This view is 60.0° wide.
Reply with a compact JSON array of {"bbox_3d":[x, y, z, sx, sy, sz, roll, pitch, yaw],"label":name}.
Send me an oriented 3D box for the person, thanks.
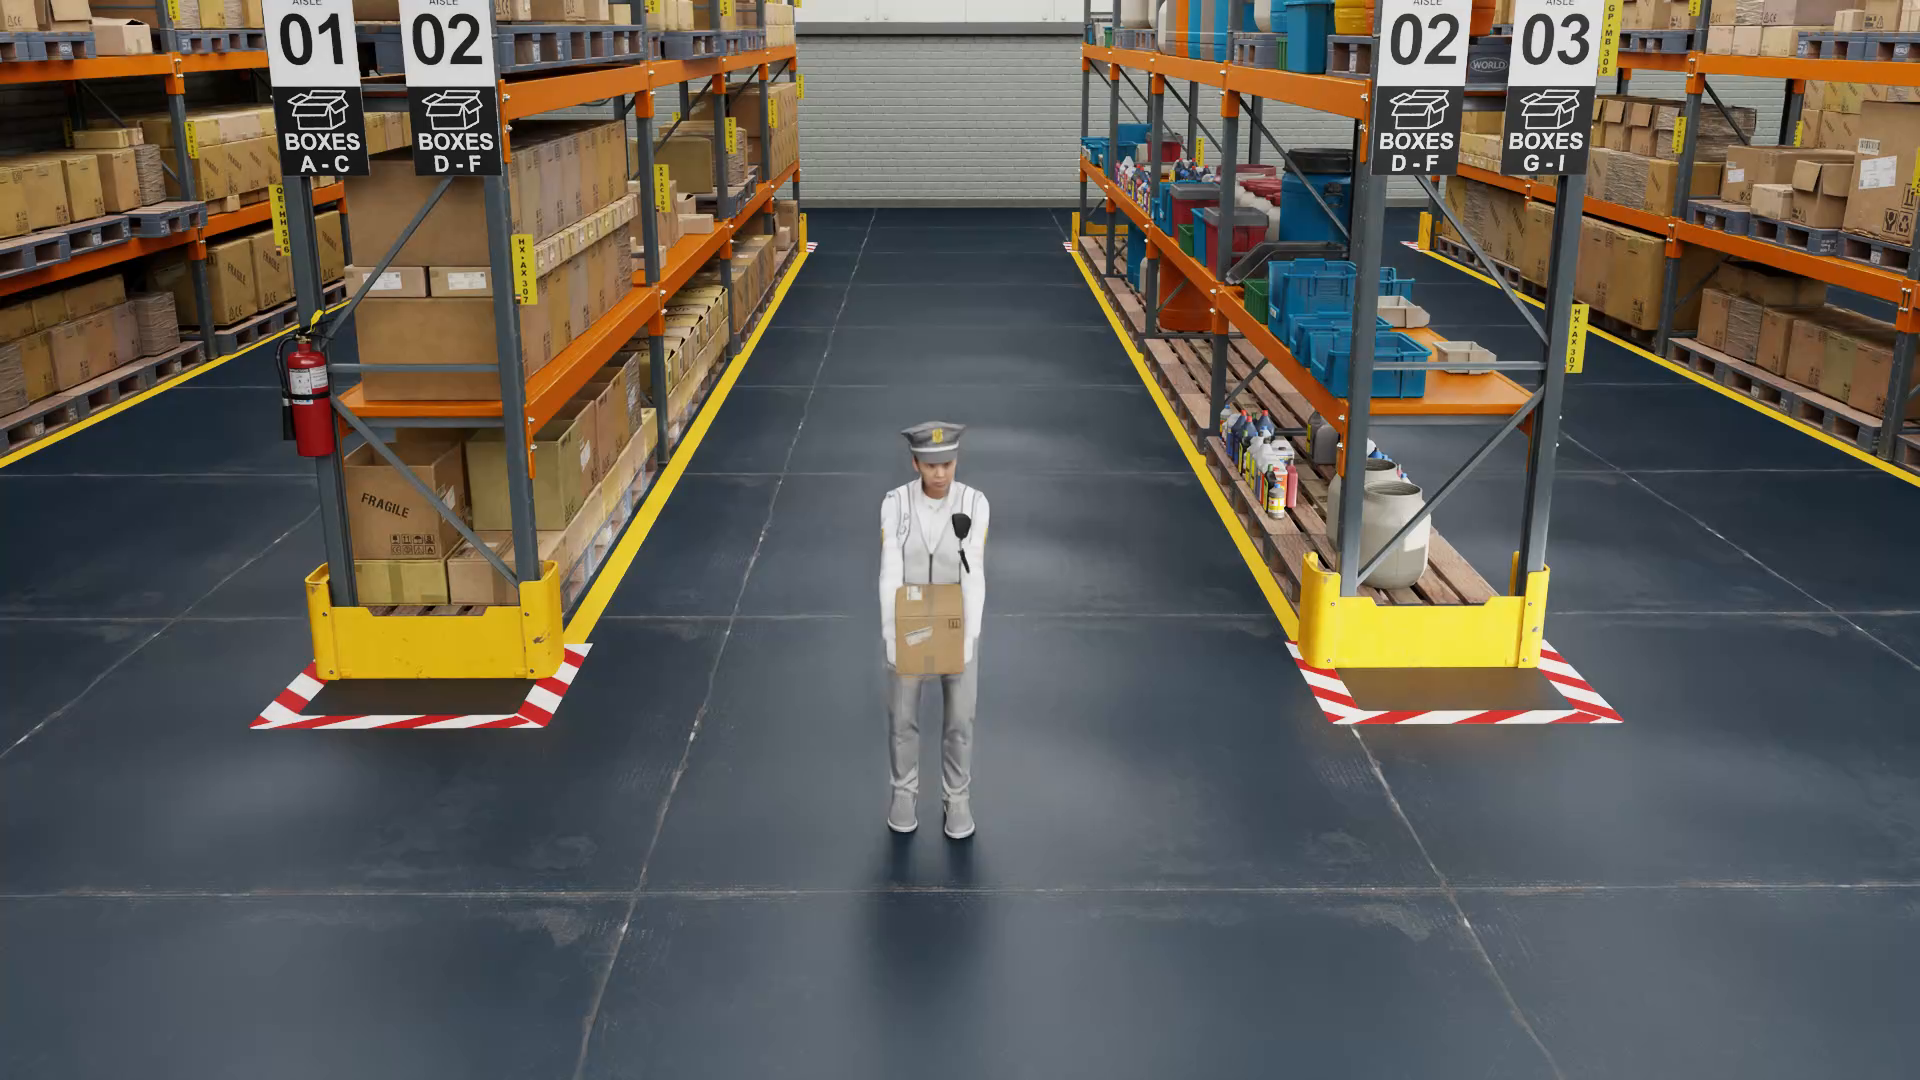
[{"bbox_3d":[-0.098,0.351,6.423,0.421,1.665,0.535,-1,17,-2],"label":"person"}]
